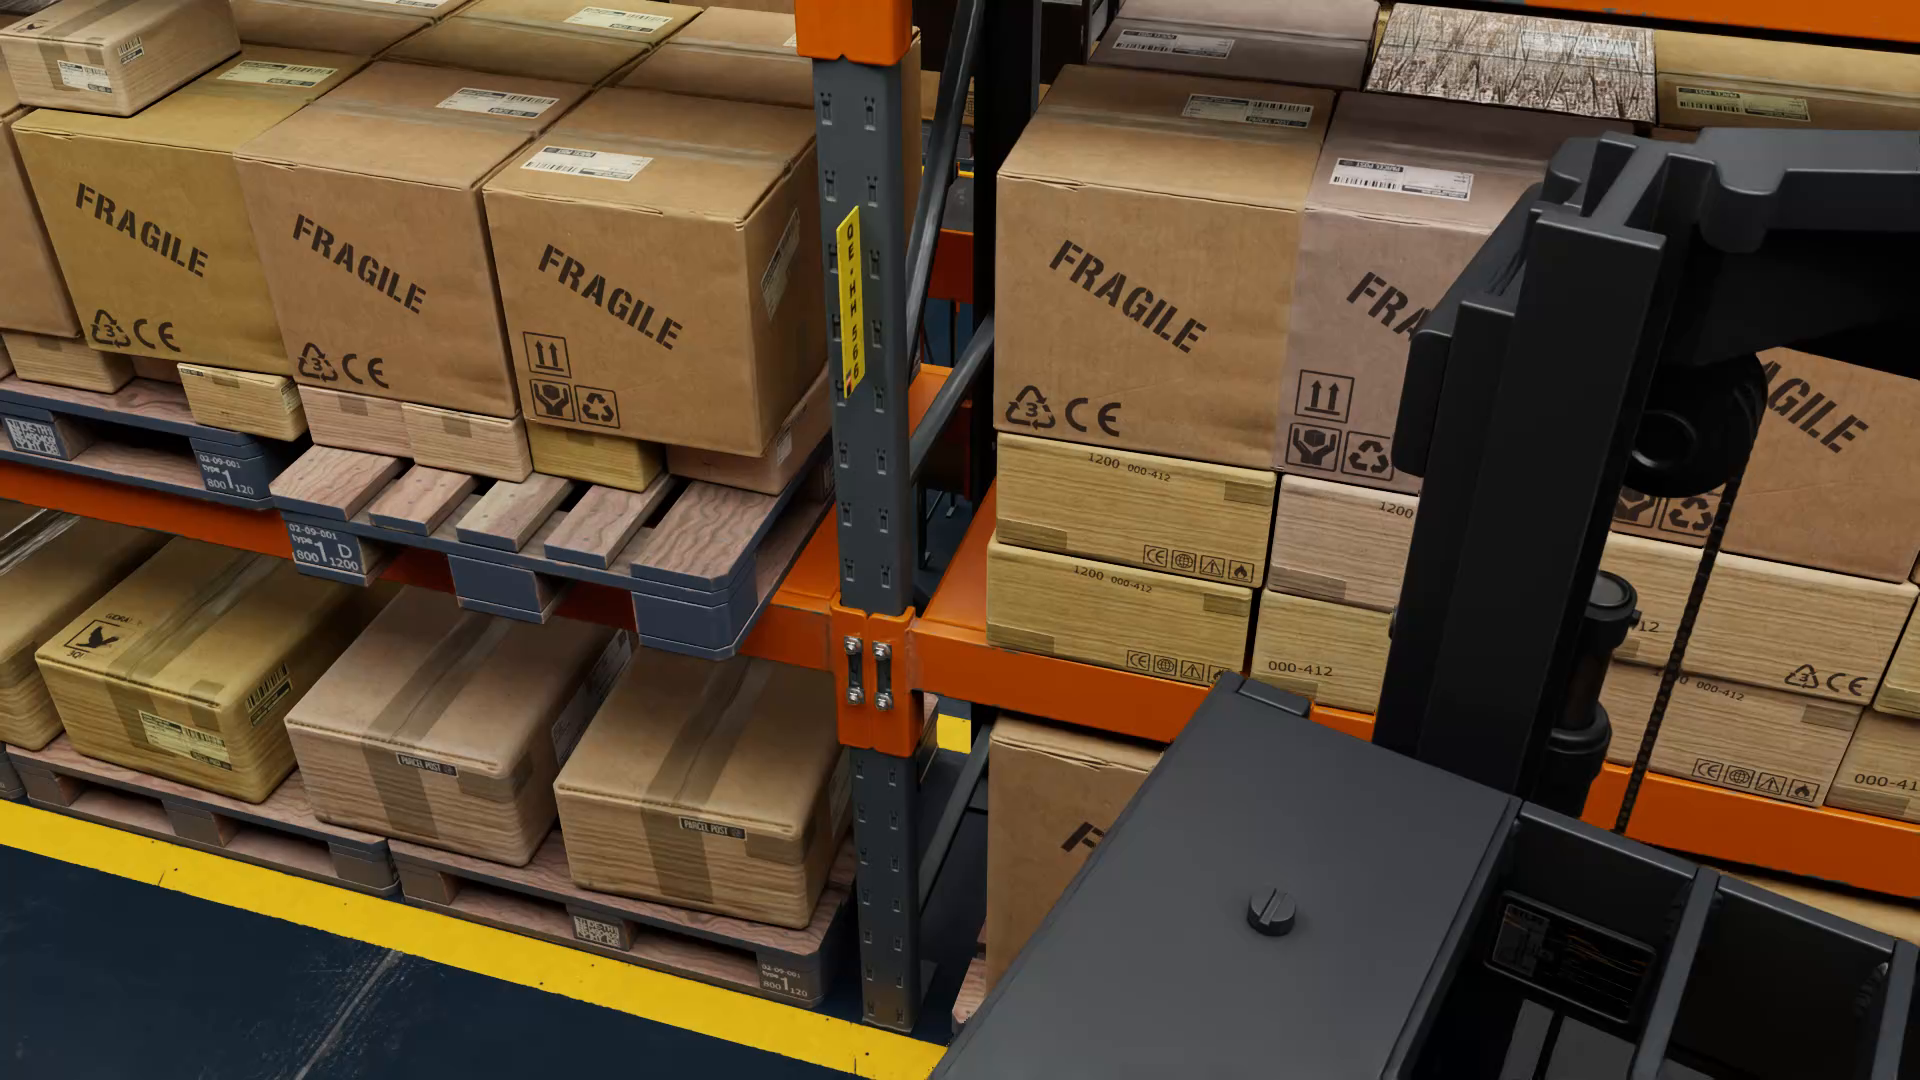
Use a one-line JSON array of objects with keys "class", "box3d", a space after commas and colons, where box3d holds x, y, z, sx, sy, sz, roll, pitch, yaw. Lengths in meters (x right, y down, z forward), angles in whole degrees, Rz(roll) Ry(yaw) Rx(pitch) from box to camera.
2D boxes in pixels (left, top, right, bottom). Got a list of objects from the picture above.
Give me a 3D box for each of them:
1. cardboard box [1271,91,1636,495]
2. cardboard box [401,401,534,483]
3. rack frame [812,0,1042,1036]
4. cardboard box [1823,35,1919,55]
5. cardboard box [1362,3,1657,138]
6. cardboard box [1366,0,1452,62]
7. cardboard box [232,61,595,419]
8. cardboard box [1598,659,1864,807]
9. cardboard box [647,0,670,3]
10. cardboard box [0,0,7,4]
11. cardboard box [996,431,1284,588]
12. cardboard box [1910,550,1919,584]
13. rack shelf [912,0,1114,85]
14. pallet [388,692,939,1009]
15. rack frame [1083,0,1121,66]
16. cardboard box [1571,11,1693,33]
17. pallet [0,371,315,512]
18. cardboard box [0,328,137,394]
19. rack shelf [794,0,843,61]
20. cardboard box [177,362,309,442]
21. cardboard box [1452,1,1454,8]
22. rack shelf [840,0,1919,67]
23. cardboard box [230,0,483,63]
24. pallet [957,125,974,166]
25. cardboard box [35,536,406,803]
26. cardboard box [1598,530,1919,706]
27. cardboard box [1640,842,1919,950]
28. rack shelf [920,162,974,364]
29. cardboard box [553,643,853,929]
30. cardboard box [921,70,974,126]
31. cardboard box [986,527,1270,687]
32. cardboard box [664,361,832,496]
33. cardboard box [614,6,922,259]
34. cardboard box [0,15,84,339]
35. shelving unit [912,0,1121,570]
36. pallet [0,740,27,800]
[{"class": "cardboard box", "box3d": [0.841, -0.416, 2.857, 0.500, 0.500, 0.500, 11, 38, 14]}, {"class": "cardboard box", "box3d": [-0.947, -0.299, 3.484, 0.250, 0.149, 0.380, 10, 38, 14]}, {"class": "rack frame", "box3d": [-0.033, -0.281, 3.601, 0.127, 3.000, 1.000, 10, 38, 14]}, {"class": "cardboard box", "box3d": [3.892, -1.944, 6.982, 0.500, 0.250, 0.500, 12, 38, 16]}, {"class": "cardboard box", "box3d": [1.031, -0.694, 3.235, 0.500, 0.500, 0.500, 11, 38, 15]}, {"class": "cardboard box", "box3d": [1.933, -2.305, 7.473, 0.500, 0.250, 0.500, 9, 37, 12]}, {"class": "cardboard box", "box3d": [-1.046, -0.618, 3.370, 0.500, 0.500, 0.500, 10, 38, 13]}, {"class": "cardboard box", "box3d": [1.354, 0.185, 3.094, 0.500, 0.250, 0.500, 12, 38, 15]}, {"class": "cardboard box", "box3d": [-1.852, -3.011, 8.854, 0.750, 0.750, 1.050, 10, 38, 14]}, {"class": "cardboard box", "box3d": [-2.377, -1.184, 4.138, 0.500, 0.500, 0.500, 12, 38, 15]}, {"class": "cardboard box", "box3d": [0.377, -0.192, 3.186, 0.500, 0.250, 0.500, 10, 38, 14]}, {"class": "cardboard box", "box3d": [1.811, -0.225, 2.597, 0.500, 0.500, 0.500, 11, 38, 15]}, {"class": "rack shelf", "box3d": [0.158, -1.369, 4.681, 0.480, 0.518, 0.431, 10, 38, 14]}, {"class": "pallet", "box3d": [-0.778, 0.703, 4.616, 1.213, 0.211, 1.003, 10, 38, 14]}, {"class": "rack frame", "box3d": [0.391, -0.773, 5.029, 0.015, 2.100, 0.400, 10, 38, 14]}, {"class": "cardboard box", "box3d": [2.885, -2.121, 7.223, 0.500, 0.250, 0.500, 11, 38, 14]}, {"class": "pallet", "box3d": [-1.935, -0.530, 4.102, 1.213, 0.211, 1.003, 10, 38, 14]}, {"class": "cardboard box", "box3d": [-1.918, -0.503, 3.760, 0.250, 0.149, 0.380, 9, 37, 12]}, {"class": "rack shelf", "box3d": [-1.942, -1.553, 3.405, 4.000, 0.370, 1.077, 10, 38, 14]}, {"class": "cardboard box", "box3d": [-1.452, -0.389, 3.606, 0.250, 0.149, 0.380, 11, 38, 15]}, {"class": "cardboard box", "box3d": [2.563, -2.508, 7.749, 0.500, 0.250, 0.500, 11, 38, 15]}, {"class": "rack shelf", "box3d": [1.876, -0.846, 2.445, 4.000, 0.370, 1.077, 10, 38, 14]}, {"class": "cardboard box", "box3d": [-1.402, -0.999, 3.887, 0.500, 0.500, 0.500, 11, 38, 15]}, {"class": "pallet", "box3d": [0.617, -2.158, 8.504, 1.213, 0.211, 1.003, 10, 38, 14]}, {"class": "cardboard box", "box3d": [-1.998, 0.240, 4.756, 0.625, 0.372, 0.950, 12, 38, 15]}, {"class": "cardboard box", "box3d": [1.342, -0.005, 2.932, 0.500, 0.250, 0.500, 10, 38, 14]}, {"class": "cardboard box", "box3d": [1.452, 0.735, 3.659, 0.875, 0.875, 0.875, 11, 38, 14]}, {"class": "rack shelf", "box3d": [0.158, -0.805, 5.096, 0.480, 0.518, 0.431, 10, 38, 14]}, {"class": "cardboard box", "box3d": [-0.569, 0.503, 4.399, 0.625, 0.372, 0.950, 8, 37, 11]}, {"class": "cardboard box", "box3d": [-0.043, -2.674, 8.396, 0.750, 0.750, 1.050, 11, 38, 15]}, {"class": "cardboard box", "box3d": [0.359, 0.008, 3.335, 0.500, 0.250, 0.500, 10, 37, 13]}, {"class": "cardboard box", "box3d": [-0.416, -0.274, 3.449, 0.250, 0.149, 0.380, 12, 38, 16]}, {"class": "cardboard box", "box3d": [-0.393, -0.820, 3.645, 0.500, 0.500, 0.500, 9, 37, 13]}, {"class": "cardboard box", "box3d": [-2.049, -0.804, 3.622, 0.500, 0.500, 0.500, 9, 37, 12]}, {"class": "shelving unit", "box3d": [0.158, -0.816, 5.088, 0.503, 2.100, 0.431, 10, 38, 14]}, {"class": "pallet", "box3d": [-3.107, 0.272, 5.202, 1.213, 0.211, 1.003, 10, 38, 14]}]
